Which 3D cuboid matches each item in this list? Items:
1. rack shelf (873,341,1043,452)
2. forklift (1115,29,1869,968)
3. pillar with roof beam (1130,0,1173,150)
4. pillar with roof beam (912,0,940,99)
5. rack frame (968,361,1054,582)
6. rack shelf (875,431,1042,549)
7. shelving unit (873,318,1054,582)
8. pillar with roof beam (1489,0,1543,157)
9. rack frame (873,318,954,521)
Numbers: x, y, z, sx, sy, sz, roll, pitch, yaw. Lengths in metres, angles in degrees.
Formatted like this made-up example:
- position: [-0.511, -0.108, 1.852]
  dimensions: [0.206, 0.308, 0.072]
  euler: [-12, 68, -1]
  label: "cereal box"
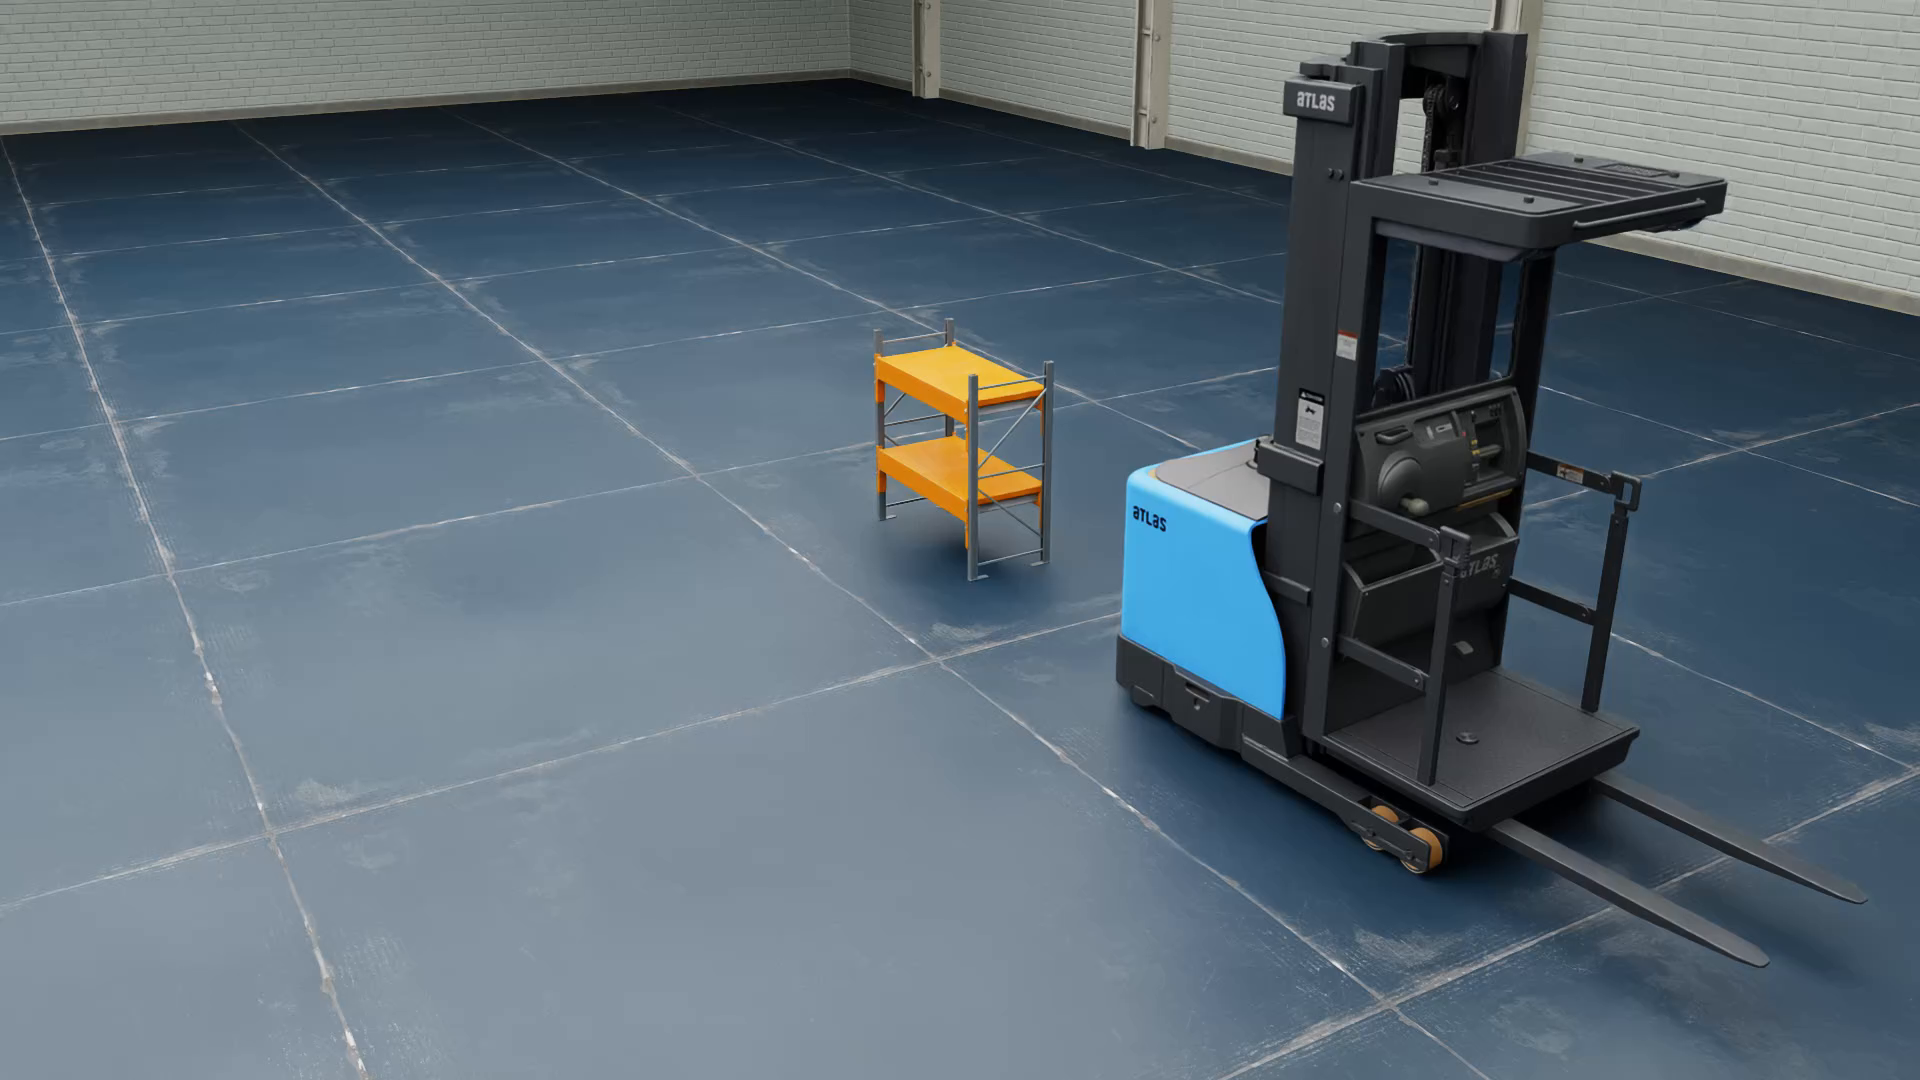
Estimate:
- position: [0.003, -0.790, 8.984]
  dimensions: [0.538, 0.278, 1.000]
  euler: [-13, 25, -28]
  label: "rack shelf"
- position: [1.970, -0.316, 6.195]
  dimensions: [1.130, 2.935, 3.031]
  euler: [-15, 27, -32]
  label: "forklift"
- position: [-1.180, -8.612, 18.548]
  dimensions: [9.100, 9.000, 0.400]
  euler: [-13, 25, -28]
  label: "pillar with roof beam"
- position: [-4.245, -10.554, 23.326]
  dimensions: [9.100, 9.000, 0.400]
  euler: [-13, 25, -28]
  label: "pillar with roof beam"
- position: [0.263, -0.354, 8.689]
  dimensions: [0.500, 1.125, 0.032]
  euler: [-13, 25, -28]
  label: "rack frame"
- position: [0.003, -0.292, 9.186]
  dimensions: [0.538, 0.278, 1.000]
  euler: [-13, 25, -28]
  label: "rack shelf"
- position: [0.003, -0.519, 9.094]
  dimensions: [0.538, 1.125, 1.048]
  euler: [-13, 25, -28]
  label: "shelving unit"
- position: [1.884, -6.669, 13.769]
  dimensions: [9.100, 9.000, 0.400]
  euler: [-13, 25, -28]
  label: "pillar with roof beam"
- position: [-0.256, -0.683, 9.499]
  dimensions: [0.500, 1.125, 0.032]
  euler: [-13, 25, -28]
  label: "rack frame"
